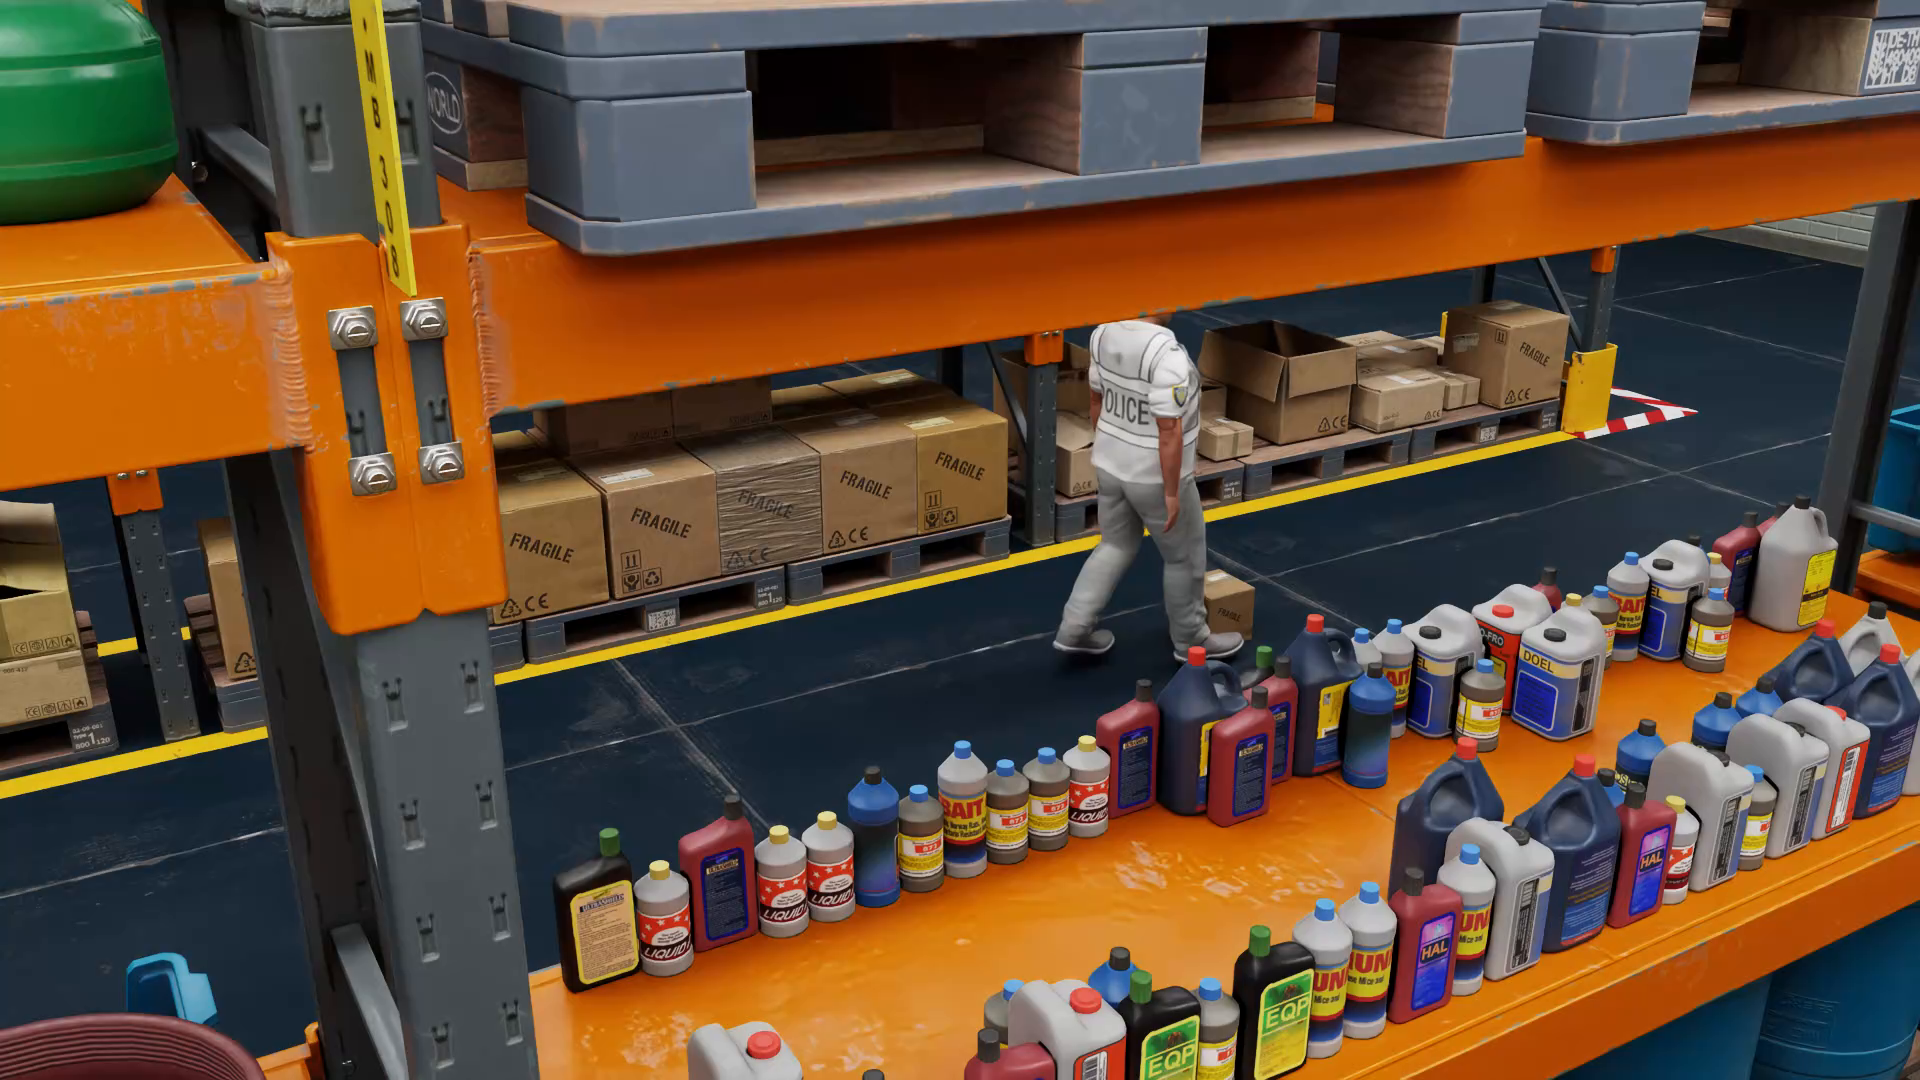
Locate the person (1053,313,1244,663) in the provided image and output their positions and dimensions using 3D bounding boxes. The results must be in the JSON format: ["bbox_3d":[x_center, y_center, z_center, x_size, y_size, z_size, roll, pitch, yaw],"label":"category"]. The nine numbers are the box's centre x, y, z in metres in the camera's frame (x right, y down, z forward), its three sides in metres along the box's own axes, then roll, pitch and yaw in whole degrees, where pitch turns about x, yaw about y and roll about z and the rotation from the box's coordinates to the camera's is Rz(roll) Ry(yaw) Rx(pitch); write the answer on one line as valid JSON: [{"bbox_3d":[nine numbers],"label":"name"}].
[{"bbox_3d":[0.795,-0.303,6.819,0.784,1.717,0.581,-15,26,-33],"label":"person"}]
